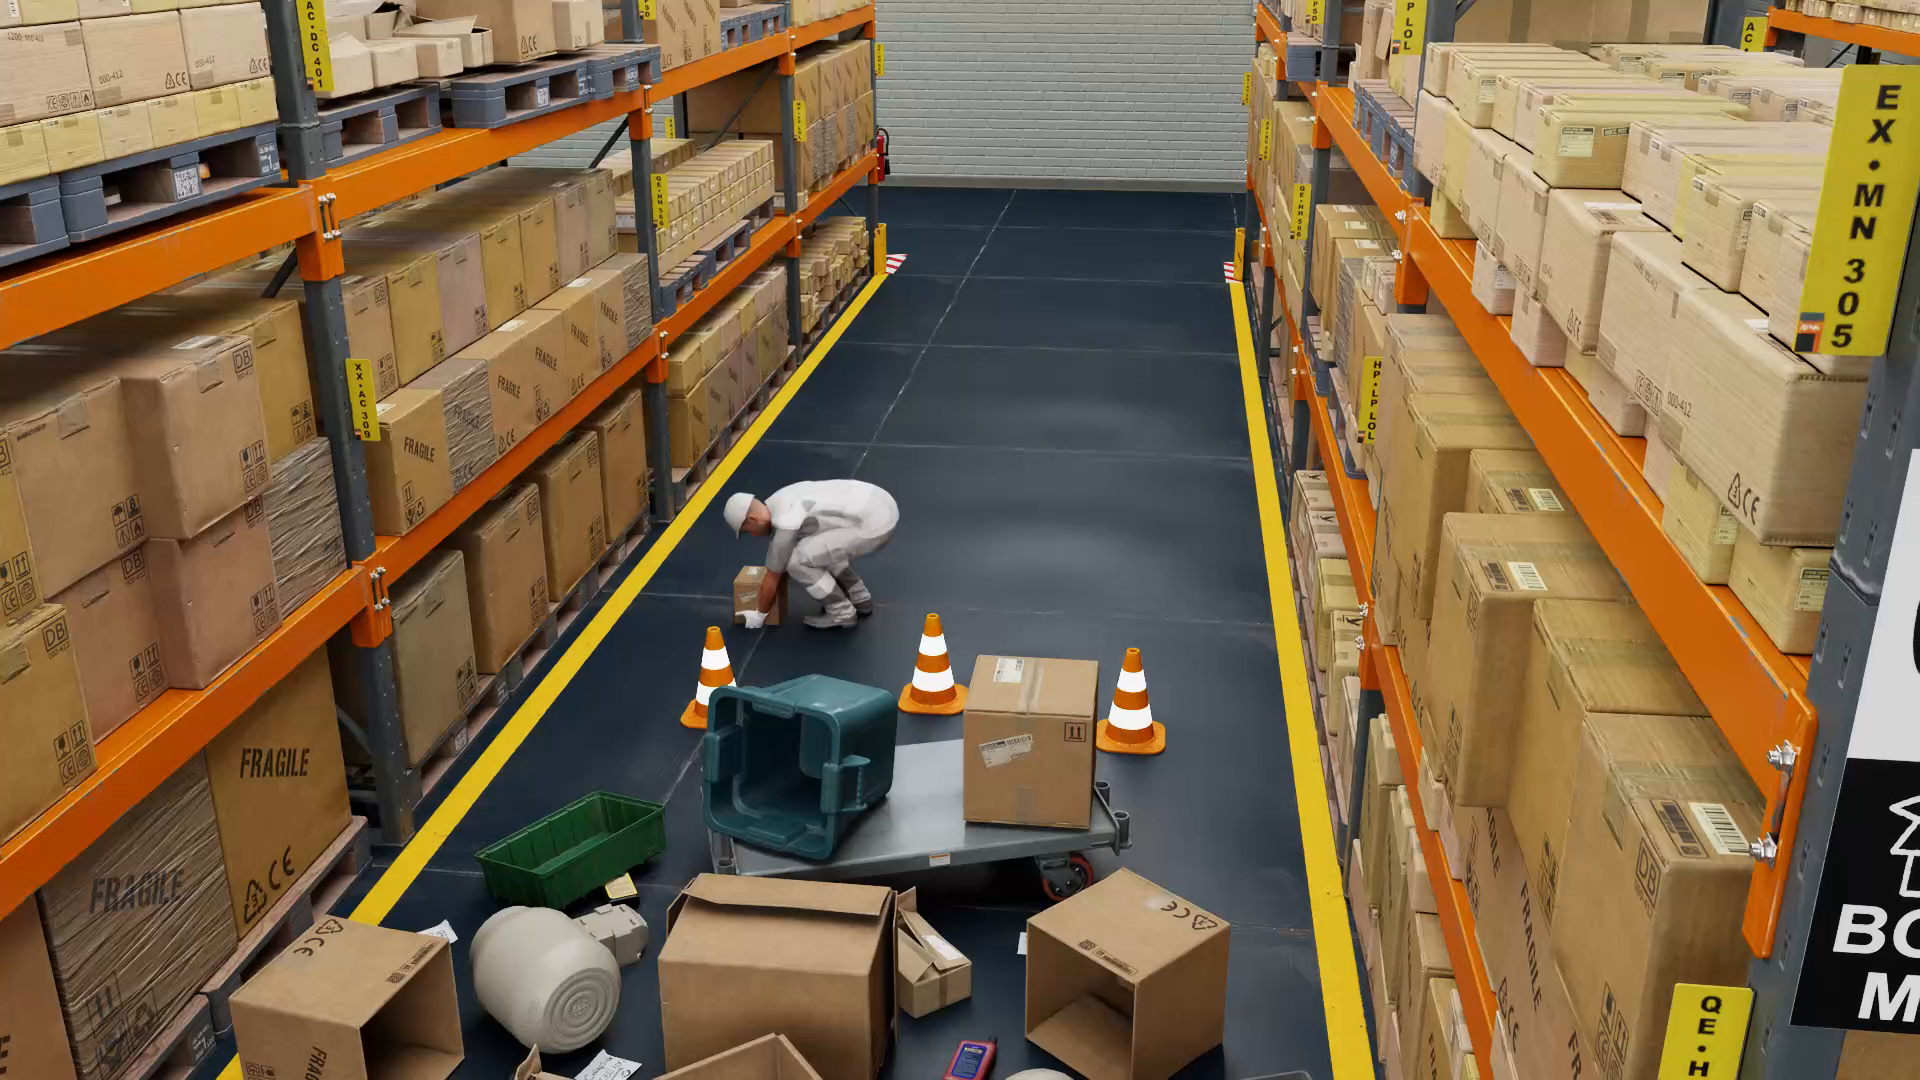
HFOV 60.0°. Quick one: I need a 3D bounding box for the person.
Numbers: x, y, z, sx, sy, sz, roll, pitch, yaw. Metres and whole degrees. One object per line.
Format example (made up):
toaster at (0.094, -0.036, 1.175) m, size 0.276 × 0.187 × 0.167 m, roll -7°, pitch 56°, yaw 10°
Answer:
person at (-0.819, 0.076, 9.260) m, size 0.966 × 0.831 × 0.519 m, roll 2°, pitch 21°, yaw 5°
